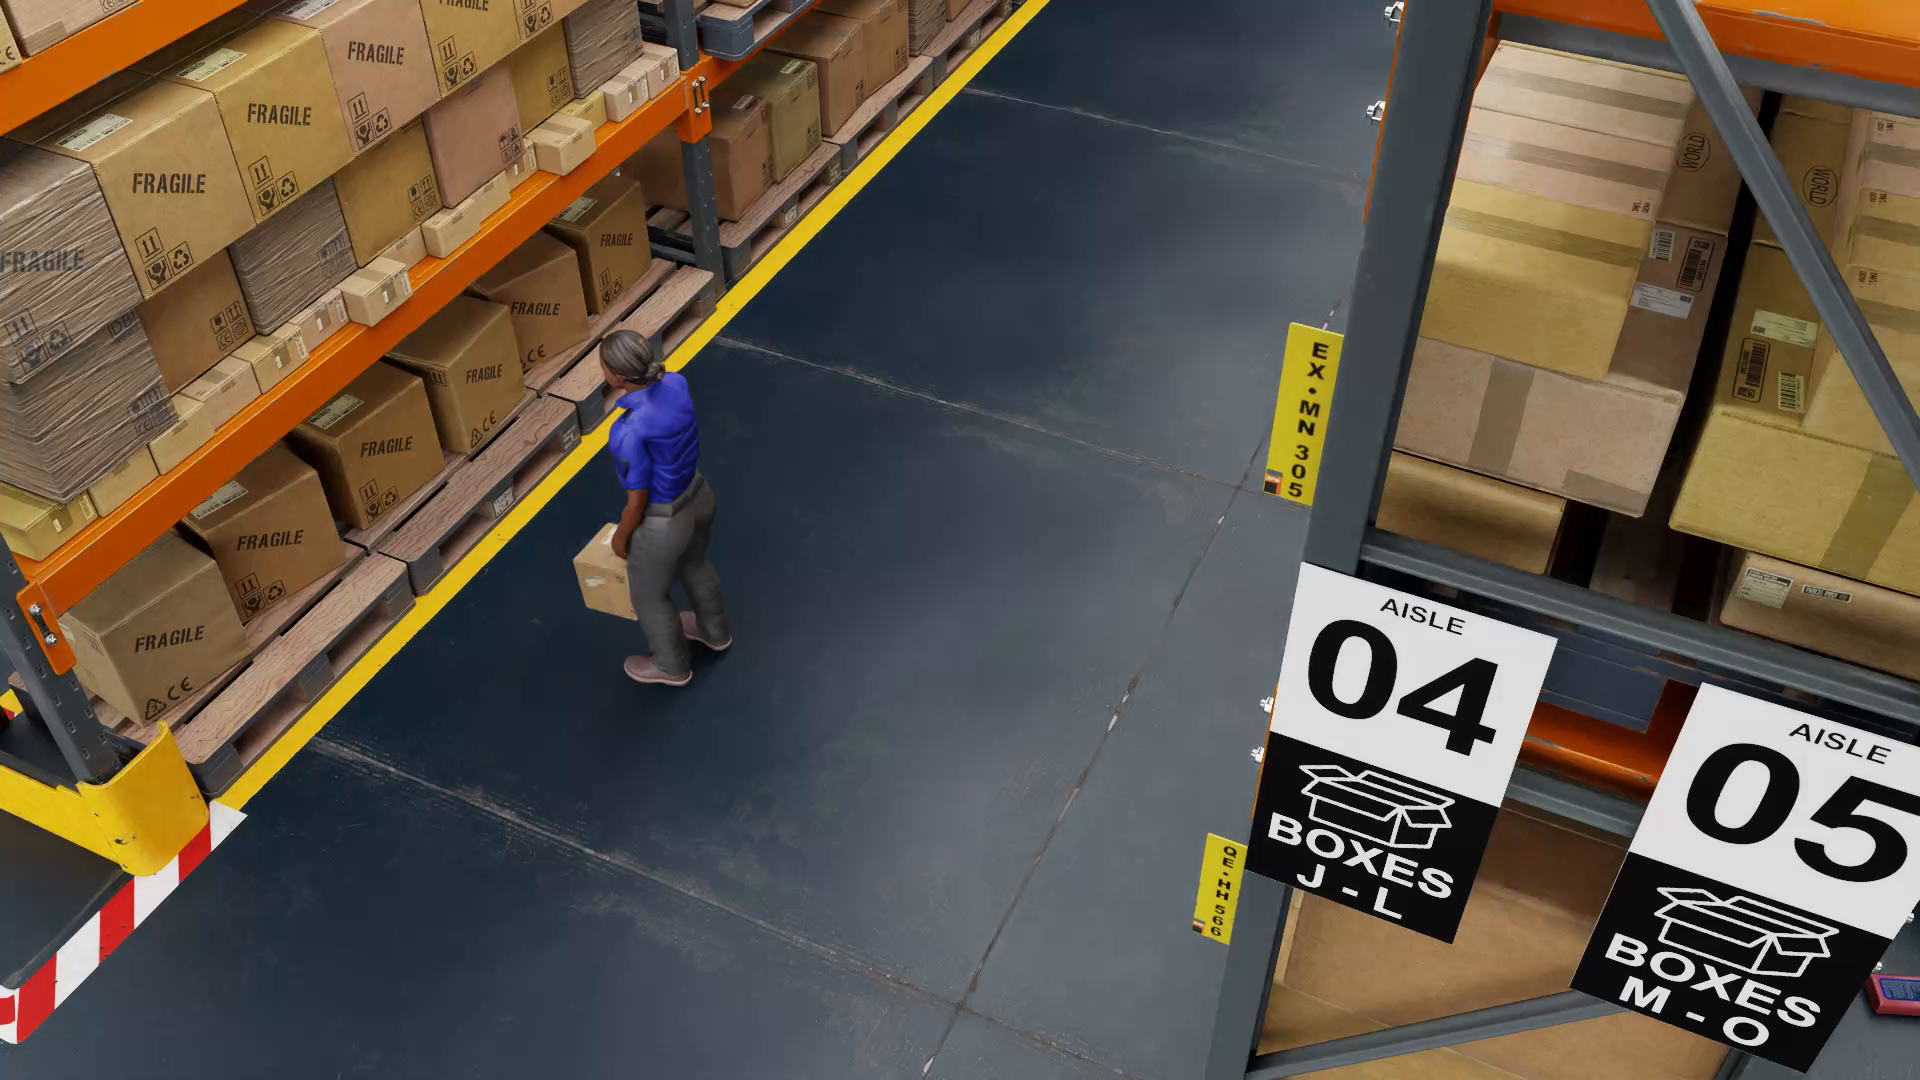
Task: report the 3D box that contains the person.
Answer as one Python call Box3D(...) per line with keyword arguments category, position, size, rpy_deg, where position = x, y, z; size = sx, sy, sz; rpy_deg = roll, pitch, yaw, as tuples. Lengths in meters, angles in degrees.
Box3D(category="person", position=(-1.111, -0.122, 6.243), size=(0.322, 1.590, 0.478), rpy_deg=(16, 45, 17))
